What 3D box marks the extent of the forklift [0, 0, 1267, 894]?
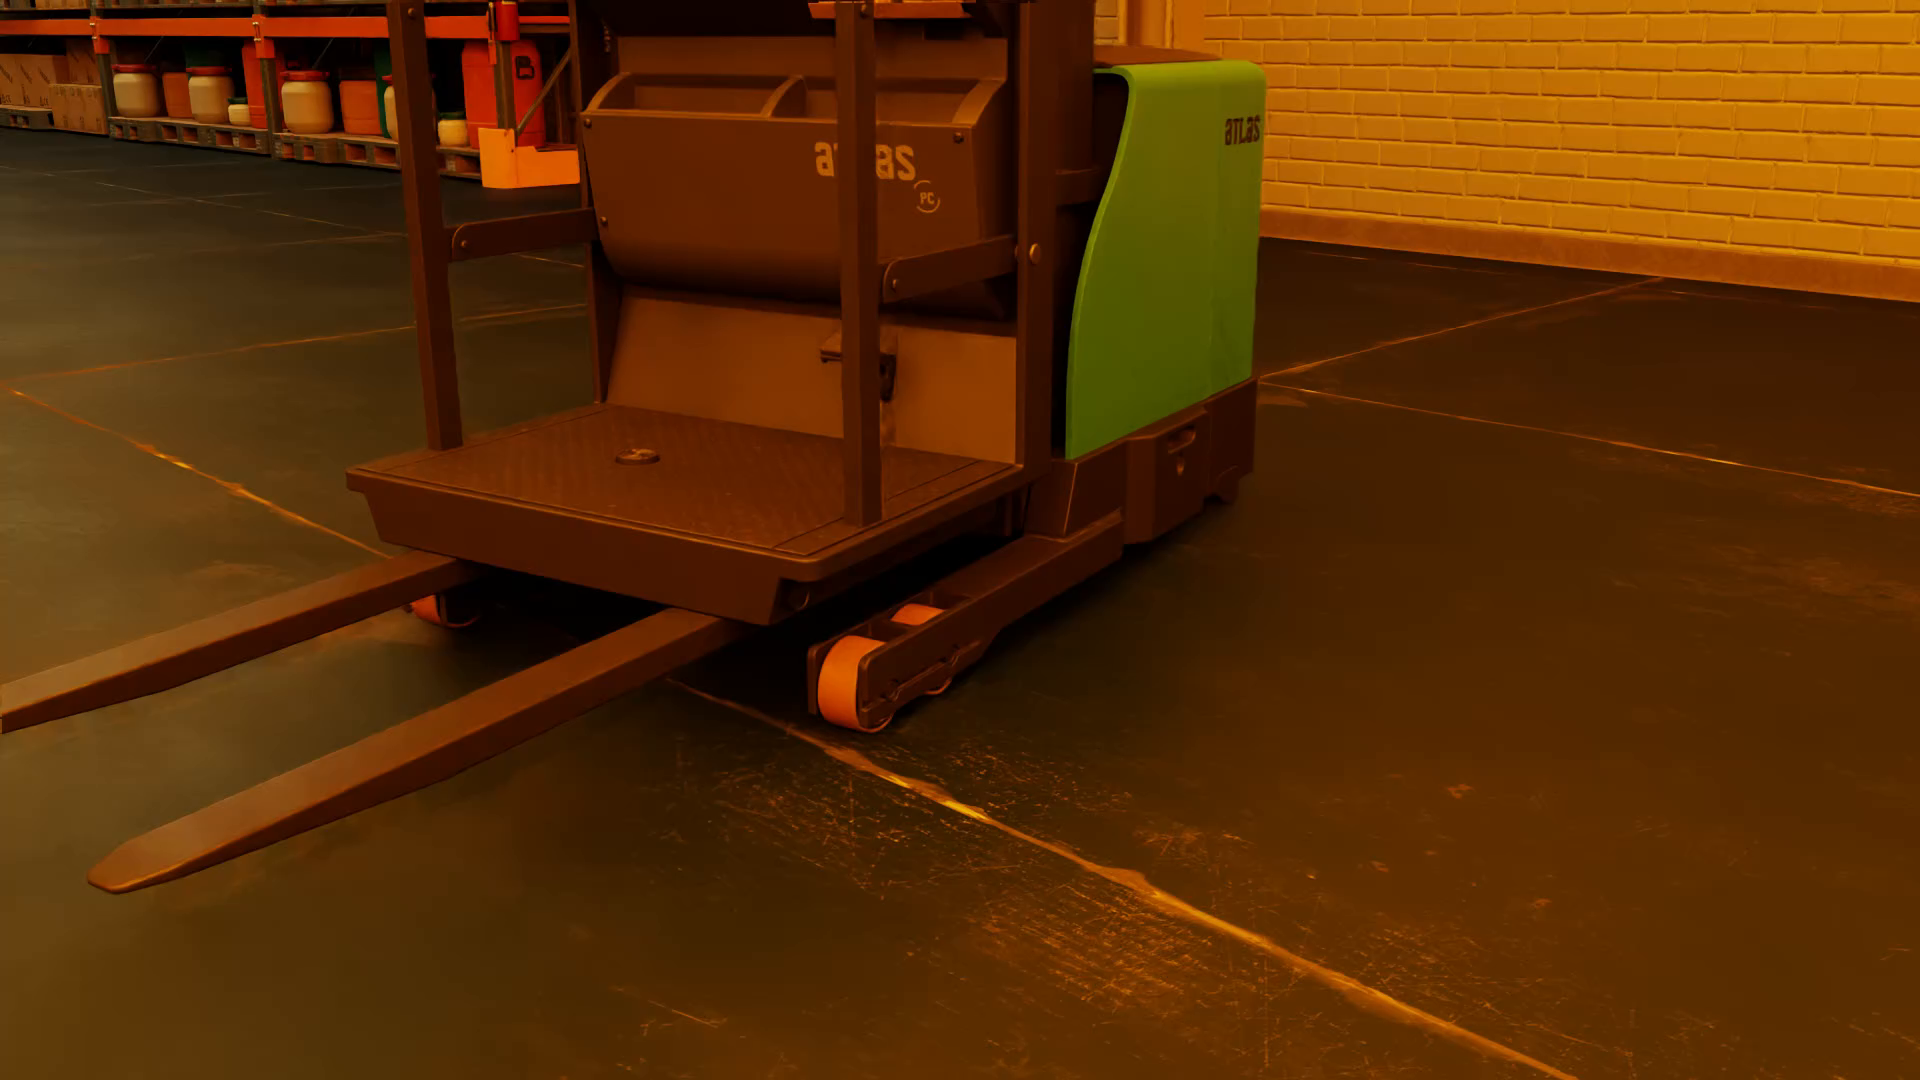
[{"bbox_3d":[-0.446,-1.227,2.899,1.130,2.935,3.031,10,20,30],"label":"forklift"}]
